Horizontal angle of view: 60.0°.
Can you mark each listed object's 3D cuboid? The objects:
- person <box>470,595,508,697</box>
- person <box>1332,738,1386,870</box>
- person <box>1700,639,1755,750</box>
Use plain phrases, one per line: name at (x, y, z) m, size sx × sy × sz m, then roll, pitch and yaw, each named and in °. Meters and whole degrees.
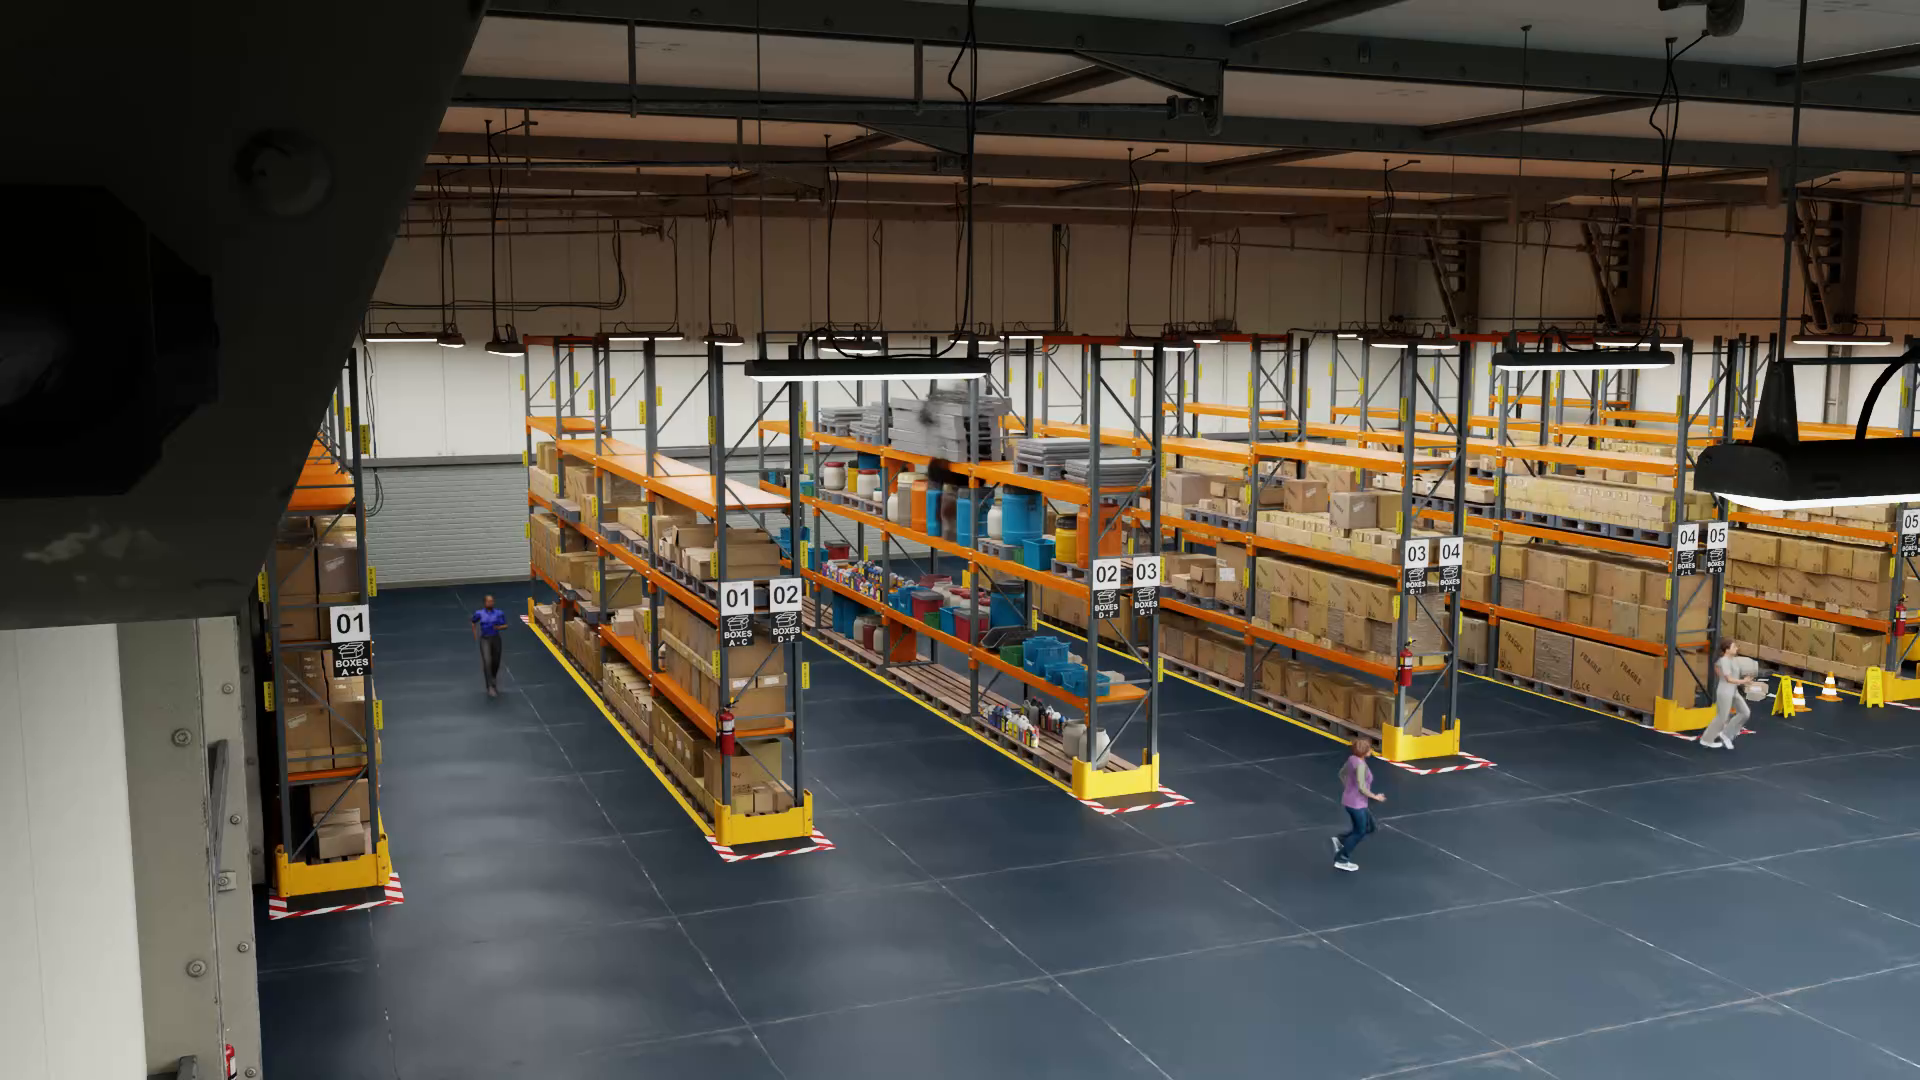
person at (-7.958, 1.754, 28.182) m, size 0.570 × 1.650 × 0.910 m, roll -4°, pitch 8°, yaw -25°
person at (4.596, 3.036, 19.123) m, size 0.572 × 1.554 × 0.523 m, roll 0°, pitch 8°, yaw 2°
person at (11.260, 2.271, 24.373) m, size 0.682 × 1.668 × 0.515 m, roll 5°, pitch 9°, yaw 35°
